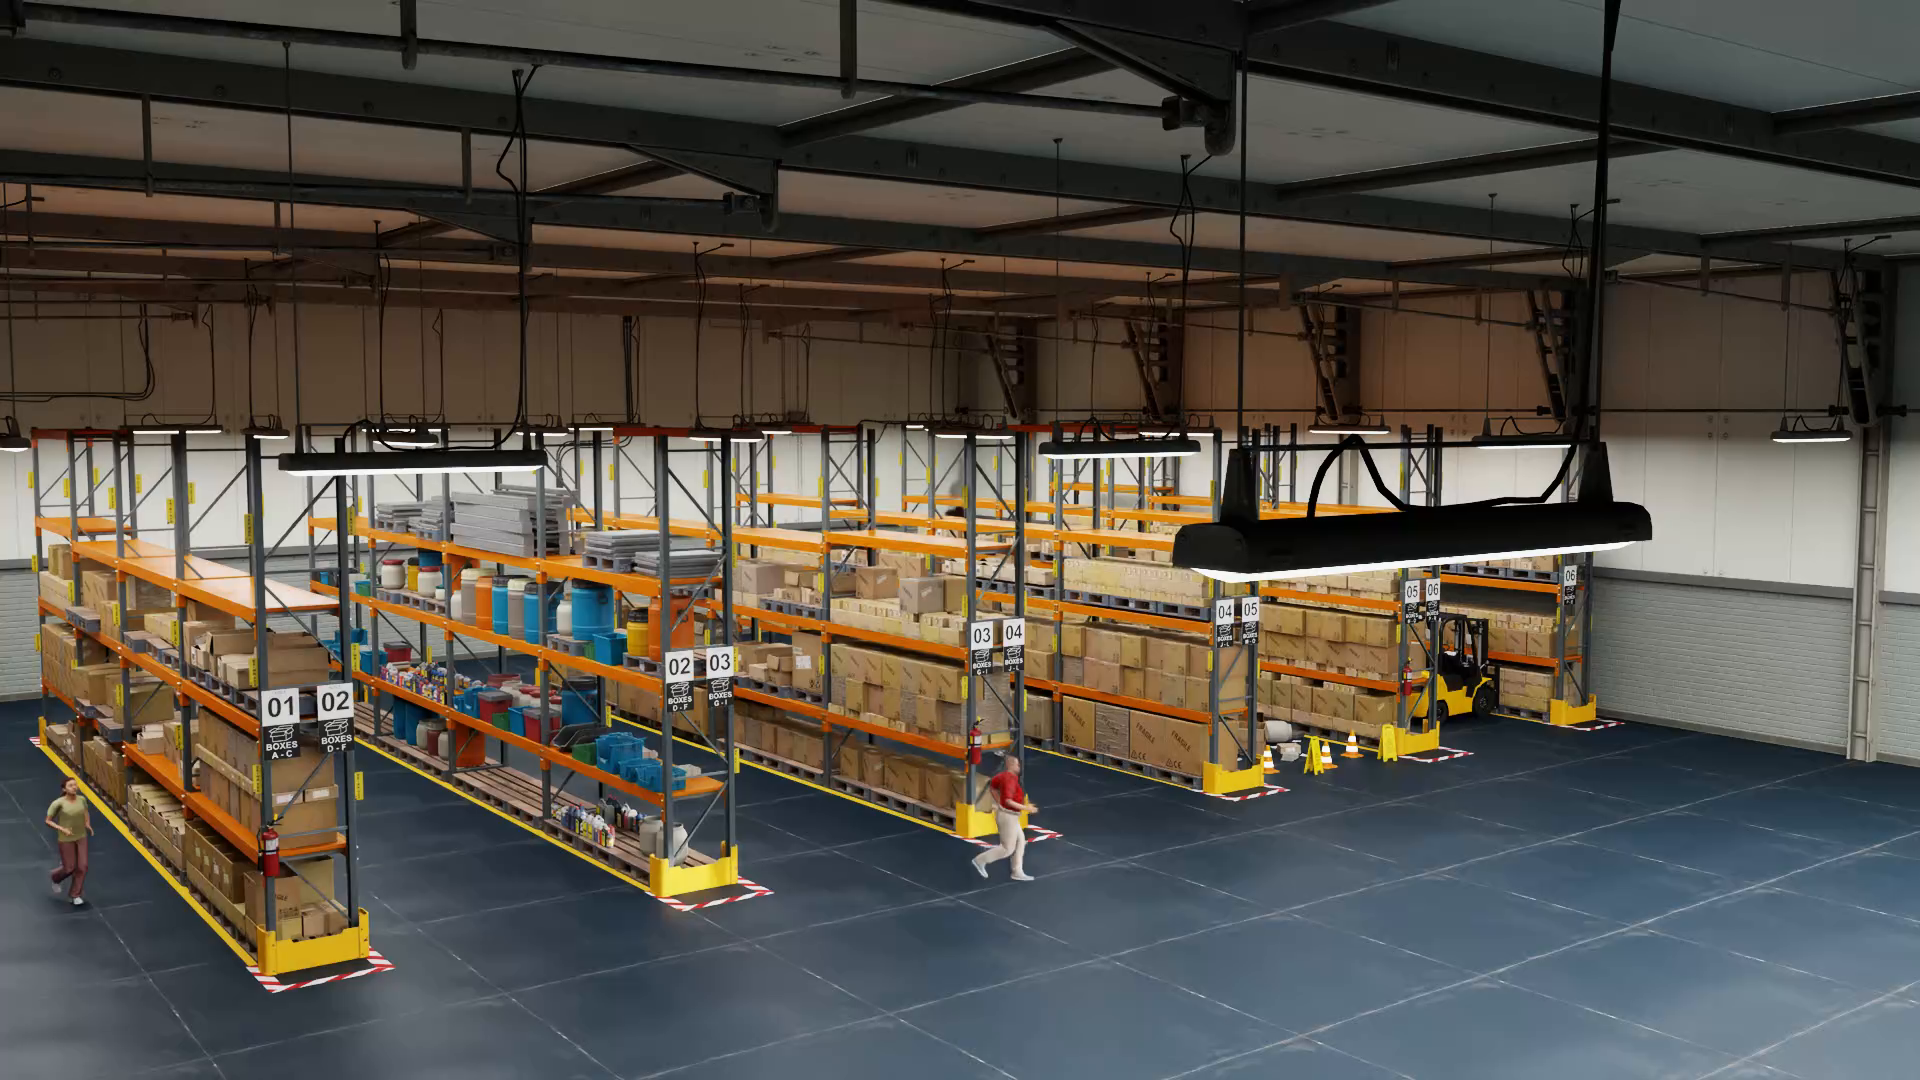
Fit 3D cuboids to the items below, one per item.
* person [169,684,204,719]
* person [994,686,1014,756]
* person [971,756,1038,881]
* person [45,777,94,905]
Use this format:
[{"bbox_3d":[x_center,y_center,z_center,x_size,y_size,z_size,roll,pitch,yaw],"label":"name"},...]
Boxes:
[{"bbox_3d":[-14.788,2.966,31.966,0.666,1.771,0.717,3,6,36],"label":"person"},{"bbox_3d":[0.814,3.183,30.193,0.534,1.538,0.576,-4,6,-43],"label":"person"},{"bbox_3d":[0.571,3.743,22.226,0.885,1.716,0.654,-1,5,-9],"label":"person"},{"bbox_3d":[-11.435,3.838,21.364,0.619,1.626,0.574,3,5,34],"label":"person"}]
